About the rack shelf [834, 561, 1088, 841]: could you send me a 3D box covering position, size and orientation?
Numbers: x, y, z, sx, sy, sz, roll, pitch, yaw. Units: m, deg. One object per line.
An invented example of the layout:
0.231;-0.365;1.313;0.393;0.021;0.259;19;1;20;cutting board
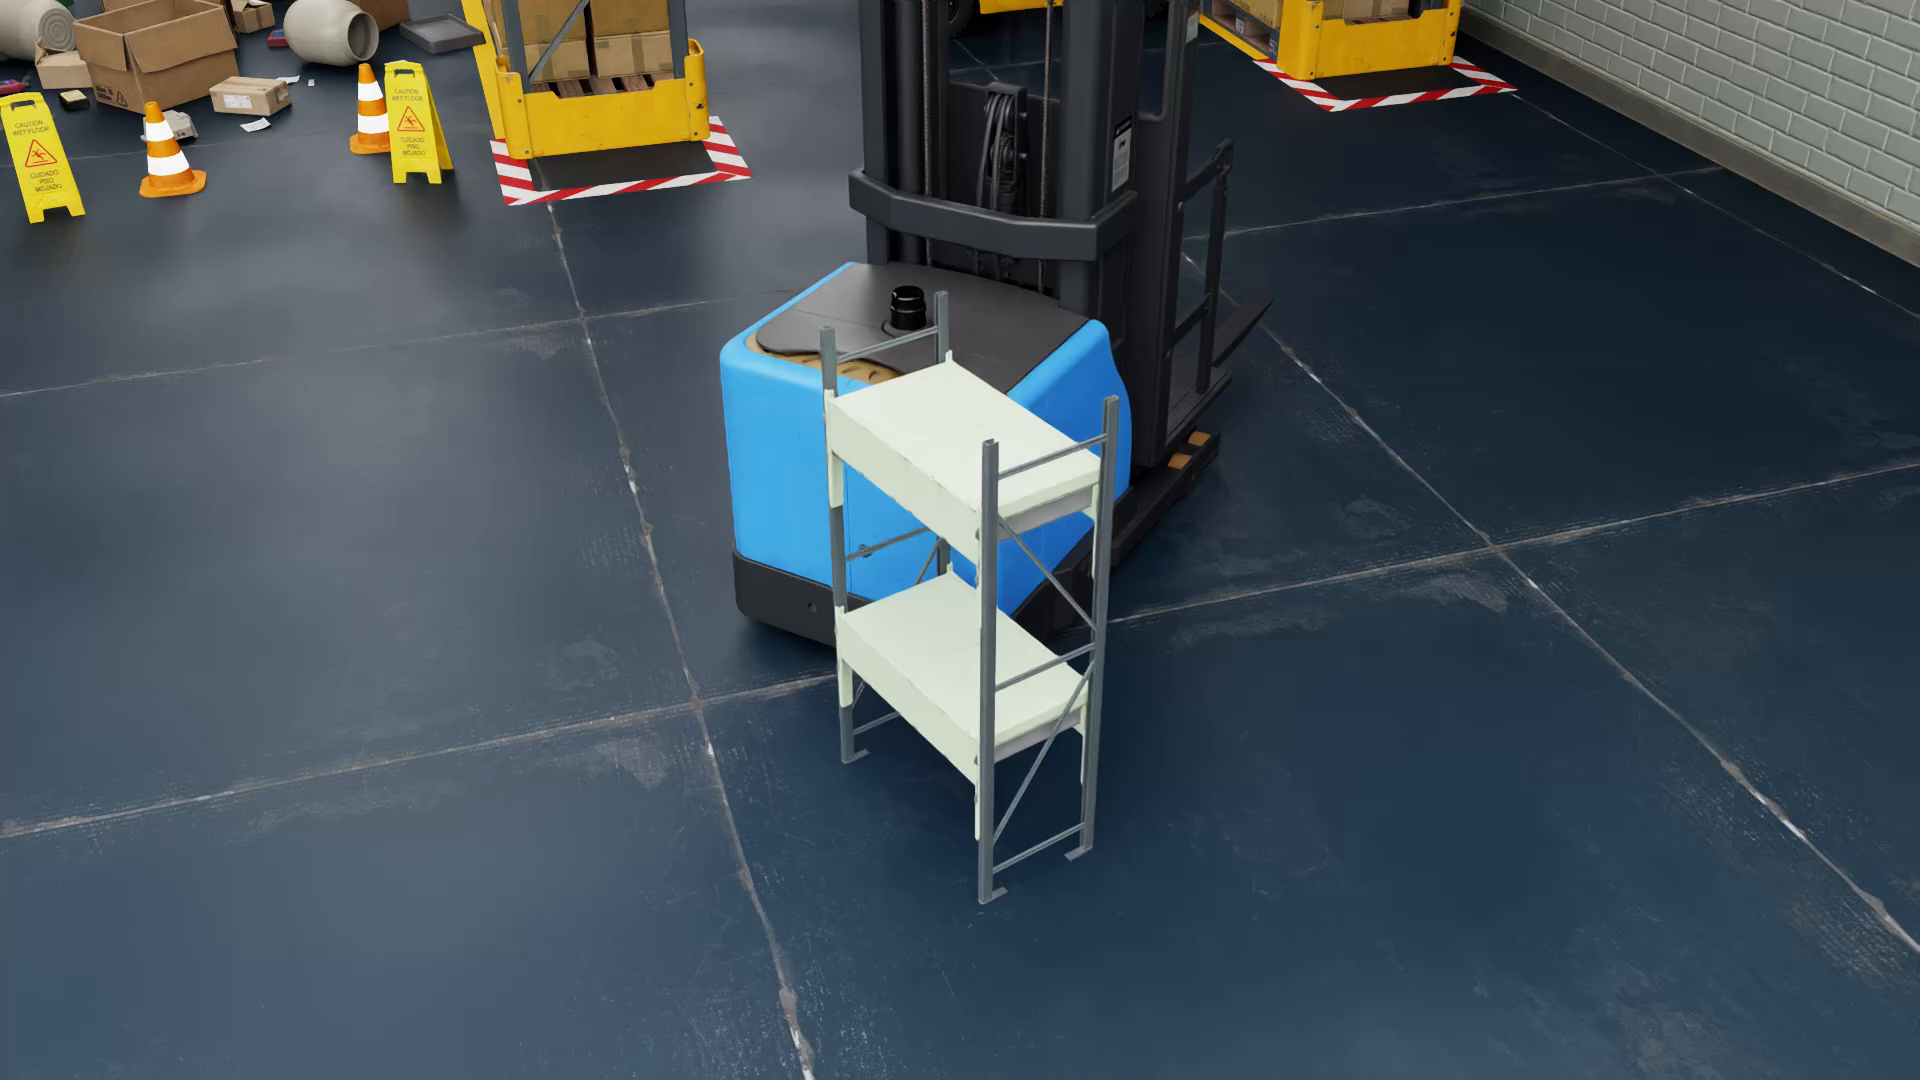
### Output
0.010;0.445;4.806;0.431;0.370;0.720;-21;39;-29;rack shelf

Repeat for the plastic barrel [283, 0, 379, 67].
-4.124;-3.334;10.911;0.512;0.421;0.421;13;36;18;plastic barrel

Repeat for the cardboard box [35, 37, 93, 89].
-5.677;-3.060;10.640;0.396;0.266;0.258;-4;34;-6;cardboard box

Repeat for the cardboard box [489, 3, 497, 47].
-2.706;-3.259;10.575;0.500;0.250;0.500;-10;35;-15;cardboard box

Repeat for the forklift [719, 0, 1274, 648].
0.385;-1.511;5.877;1.130;2.935;3.031;17;37;24;forklift

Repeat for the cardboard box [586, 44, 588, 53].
-2.184;-3.346;10.706;0.500;0.250;0.500;-9;34;-13;cardboard box

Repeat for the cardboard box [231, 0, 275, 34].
-5.068;-3.750;11.684;0.396;0.266;0.258;19;38;26;cardboard box

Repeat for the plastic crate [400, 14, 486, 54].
-3.574;-3.499;11.472;0.402;0.080;0.583;-23;40;-31;plastic crate

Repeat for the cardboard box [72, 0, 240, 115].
-4.999;-3.034;10.385;0.637;0.503;0.797;19;38;26;cardboard box

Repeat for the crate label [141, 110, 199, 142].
-4.664;-2.431;9.804;0.298;0.136;0.250;27;42;34;crate label

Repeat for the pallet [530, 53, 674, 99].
-2.290;-2.888;10.429;1.003;0.211;1.213;-10;35;-15;pallet

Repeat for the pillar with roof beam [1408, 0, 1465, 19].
-0.780;-6.712;8.244;9.100;9.000;0.400;-10;35;-15;pillar with roof beam

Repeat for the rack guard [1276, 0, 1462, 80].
2.681;-3.360;10.881;1.175;0.500;0.348;-10;35;-15;rack guard

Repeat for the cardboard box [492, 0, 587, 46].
-2.545;-3.297;9.951;0.500;0.500;0.500;-10;35;-14;cardboard box

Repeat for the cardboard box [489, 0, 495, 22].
-2.707;-3.570;10.365;0.500;0.500;0.500;-9;34;-13;cardboard box

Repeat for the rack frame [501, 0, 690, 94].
-2.052;-3.579;8.945;1.000;3.000;0.127;-10;35;-15;rack frame

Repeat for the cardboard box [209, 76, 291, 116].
-4.376;-2.738;10.258;0.380;0.149;0.250;7;34;10;cardboard box

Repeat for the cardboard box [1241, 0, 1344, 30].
2.229;-3.637;11.147;0.500;0.250;0.500;-10;35;-14;cardboard box

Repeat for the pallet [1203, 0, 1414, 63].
2.401;-3.647;11.577;1.003;0.211;1.213;-10;35;-15;pallet

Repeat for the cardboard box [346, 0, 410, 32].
-4.241;-3.846;11.614;0.500;0.500;0.500;13;36;18;cardboard box

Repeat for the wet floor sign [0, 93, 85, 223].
-4.841;-2.029;8.735;0.267;0.644;0.232;-16;37;-23;wet floor sign

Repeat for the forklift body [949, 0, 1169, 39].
0.358;-4.750;11.488;2.313;2.155;1.214;-10;35;-15;forklift body

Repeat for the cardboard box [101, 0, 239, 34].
-5.292;-3.580;11.088;0.797;0.637;0.503;-10;35;-15;cardboard box

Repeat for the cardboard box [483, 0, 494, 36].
-2.871;-3.533;10.989;0.500;0.250;0.500;-11;35;-16;cardboard box

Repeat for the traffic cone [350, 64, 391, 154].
-3.412;-2.529;9.658;0.336;0.463;0.334;-10;35;-15;traffic cone

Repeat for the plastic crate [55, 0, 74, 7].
-6.655;-3.773;11.738;0.450;0.188;0.662;-2;32;16;plastic crate

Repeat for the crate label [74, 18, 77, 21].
-6.226;-3.518;11.449;0.250;0.136;0.298;19;38;26;crate label

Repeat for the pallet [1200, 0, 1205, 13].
2.032;-4.286;12.545;1.003;0.211;1.213;-10;35;-15;pallet

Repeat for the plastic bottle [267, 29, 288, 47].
-4.665;-3.460;11.431;0.133;0.061;0.283;-4;34;-6;plastic bottle

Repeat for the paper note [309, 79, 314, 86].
-4.171;-2.942;10.693;0.032;0.001;0.123;-10;35;-15;paper note

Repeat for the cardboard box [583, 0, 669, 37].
-2.043;-3.402;10.111;0.500;0.500;0.500;-11;35;-16;cardboard box

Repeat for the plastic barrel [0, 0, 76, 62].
-6.149;-3.381;10.983;0.512;0.421;0.421;13;36;18;plastic barrel

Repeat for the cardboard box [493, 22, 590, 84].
-2.562;-2.999;10.180;0.500;0.250;0.500;-10;35;-15;cardboard box

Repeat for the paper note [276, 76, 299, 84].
-4.353;-2.968;10.724;0.148;0.019;0.142;1;33;2;paper note

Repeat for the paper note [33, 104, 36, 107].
-5.754;-2.685;10.304;0.032;0.001;0.123;7;34;10;paper note

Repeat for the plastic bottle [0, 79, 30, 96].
-6.051;-2.862;10.525;0.283;0.061;0.133;-23;40;-31;plastic bottle

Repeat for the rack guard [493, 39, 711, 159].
-2.076;-2.576;9.695;1.175;0.500;0.348;-10;35;-15;rack guard

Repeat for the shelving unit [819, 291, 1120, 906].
0.010;0.173;4.627;0.431;1.500;0.755;-21;39;-29;shelving unit

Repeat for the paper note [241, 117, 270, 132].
-4.236;-2.502;10.008;0.148;0.019;0.142;-23;40;-31;paper note

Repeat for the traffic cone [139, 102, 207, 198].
-4.365;-2.164;9.105;0.336;0.463;0.334;-10;35;-15;traffic cone

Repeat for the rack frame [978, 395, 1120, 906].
0.220;0.338;4.377;0.400;1.500;0.023;-21;39;-29;rack frame

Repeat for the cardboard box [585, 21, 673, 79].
-2.035;-3.077;10.299;0.500;0.250;0.500;-10;35;-15;cardboard box

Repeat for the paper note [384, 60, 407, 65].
-3.716;-3.152;10.993;0.142;0.019;0.148;-23;40;-31;paper note

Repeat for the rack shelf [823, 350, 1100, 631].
0.010;-0.152;4.412;0.431;0.370;0.720;-21;39;-29;rack shelf

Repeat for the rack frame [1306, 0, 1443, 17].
2.674;-4.416;10.211;1.000;3.000;0.127;-10;35;-15;rack frame

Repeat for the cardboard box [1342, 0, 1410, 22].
2.710;-3.734;11.294;0.500;0.250;0.500;-10;35;-15;cardboard box

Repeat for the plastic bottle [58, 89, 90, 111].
-5.522;-2.743;10.346;0.133;0.061;0.283;-23;40;-31;plastic bottle

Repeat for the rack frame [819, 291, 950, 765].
-0.201;0.008;4.877;0.400;1.500;0.023;-21;39;-29;rack frame

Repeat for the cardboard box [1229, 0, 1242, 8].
2.087;-3.900;11.544;0.500;0.250;0.500;-10;35;-15;cardboard box

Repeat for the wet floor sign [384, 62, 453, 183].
-3.013;-2.317;9.171;0.267;0.644;0.232;1;33;2;wet floor sign
